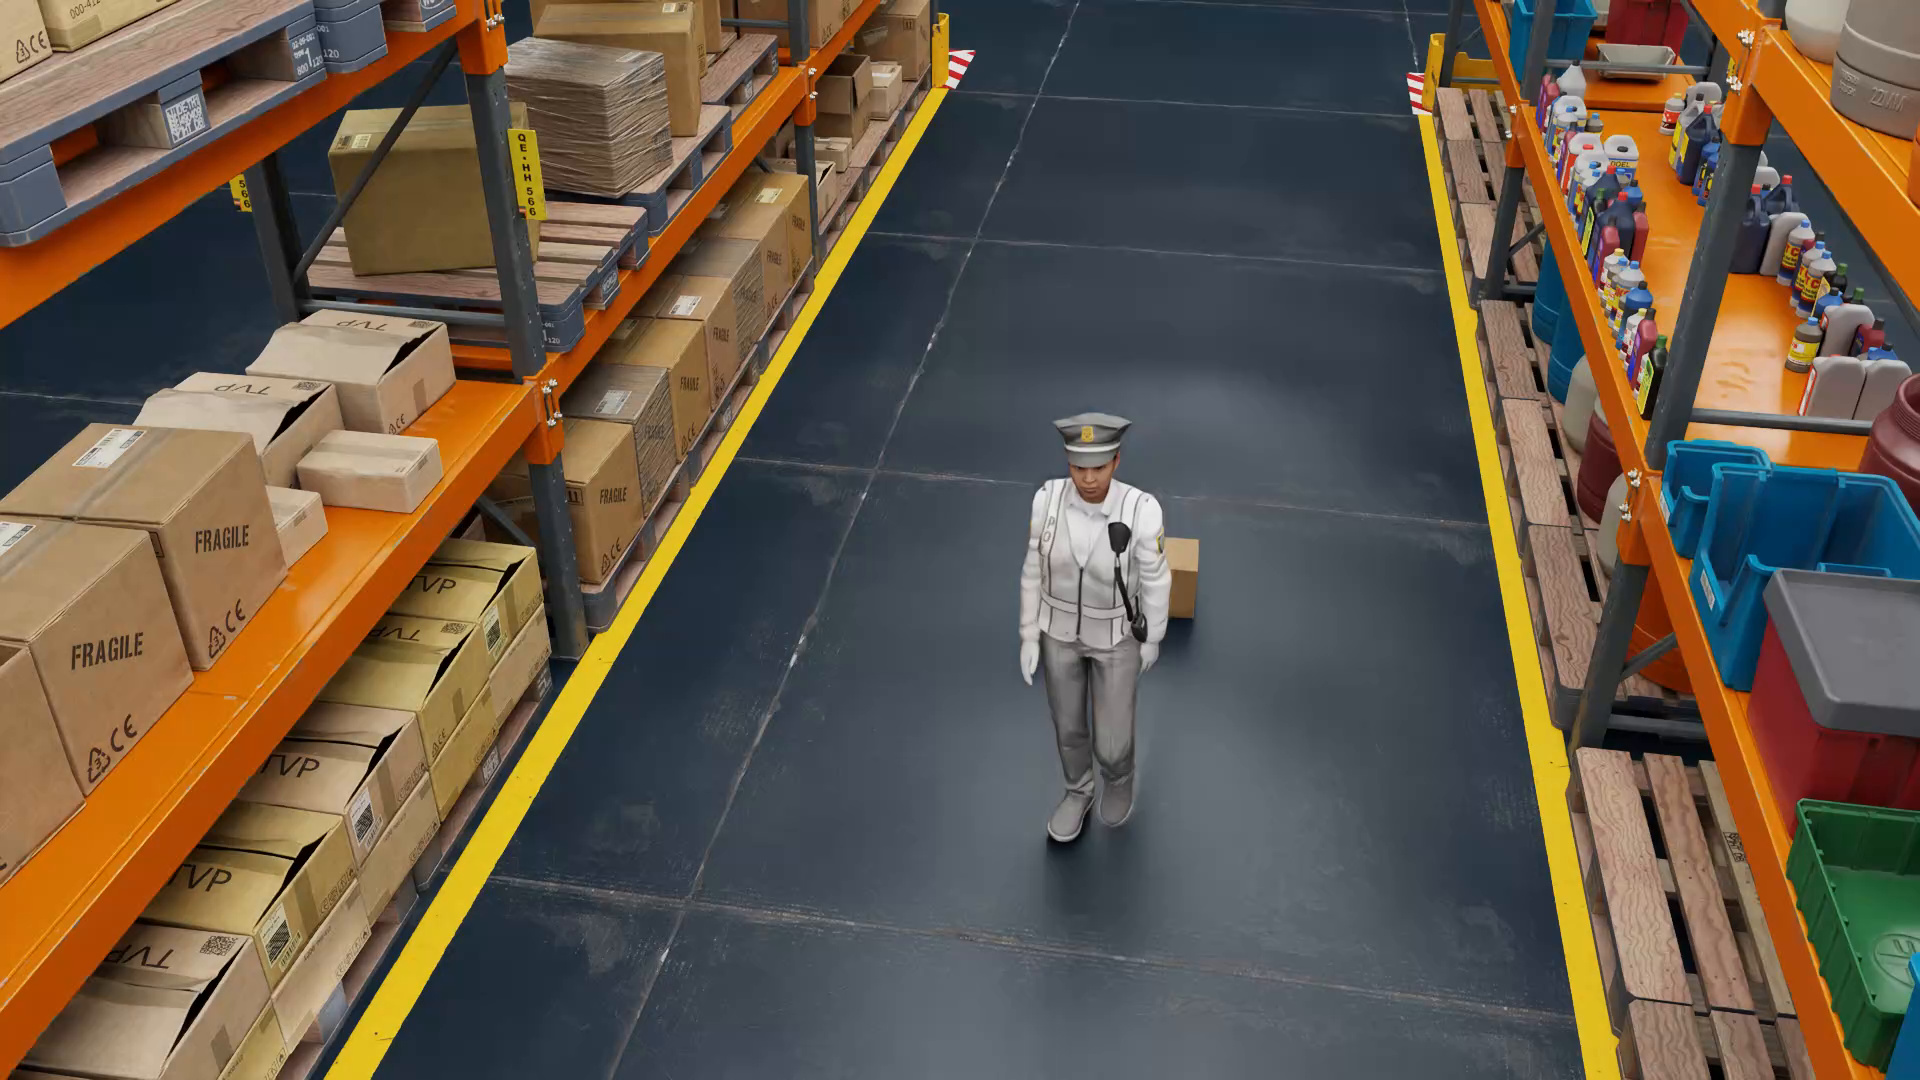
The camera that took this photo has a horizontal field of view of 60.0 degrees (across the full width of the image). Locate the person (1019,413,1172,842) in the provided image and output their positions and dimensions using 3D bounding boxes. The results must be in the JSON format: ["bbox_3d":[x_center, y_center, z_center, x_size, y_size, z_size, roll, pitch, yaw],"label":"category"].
[{"bbox_3d":[0.436,0.321,5.570,0.492,1.687,0.424,11,34,17],"label":"person"}]
